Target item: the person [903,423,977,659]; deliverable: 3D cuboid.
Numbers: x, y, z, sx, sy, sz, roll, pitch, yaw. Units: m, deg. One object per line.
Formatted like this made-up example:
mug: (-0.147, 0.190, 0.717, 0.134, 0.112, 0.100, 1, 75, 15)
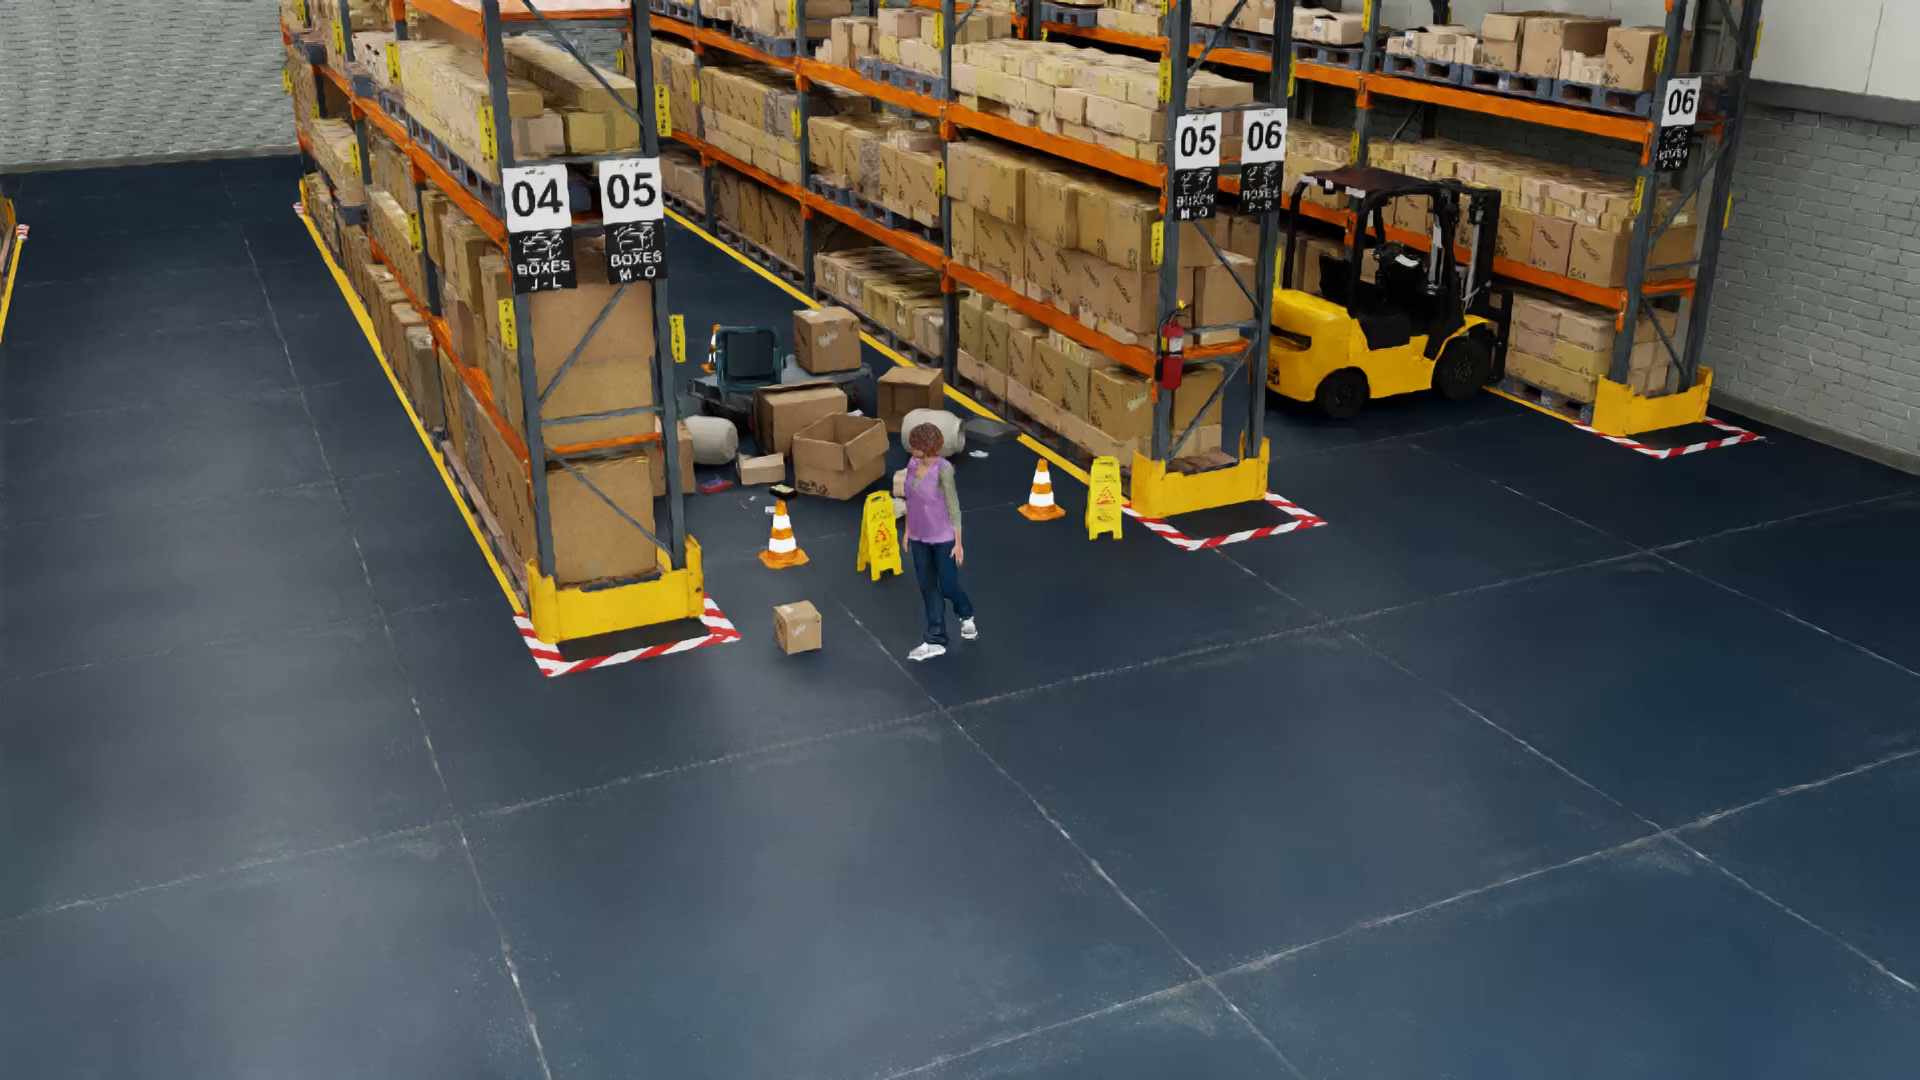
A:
person: (-0.158, -0.012, 11.027, 0.520, 1.584, 0.598, 19, 29, 38)
